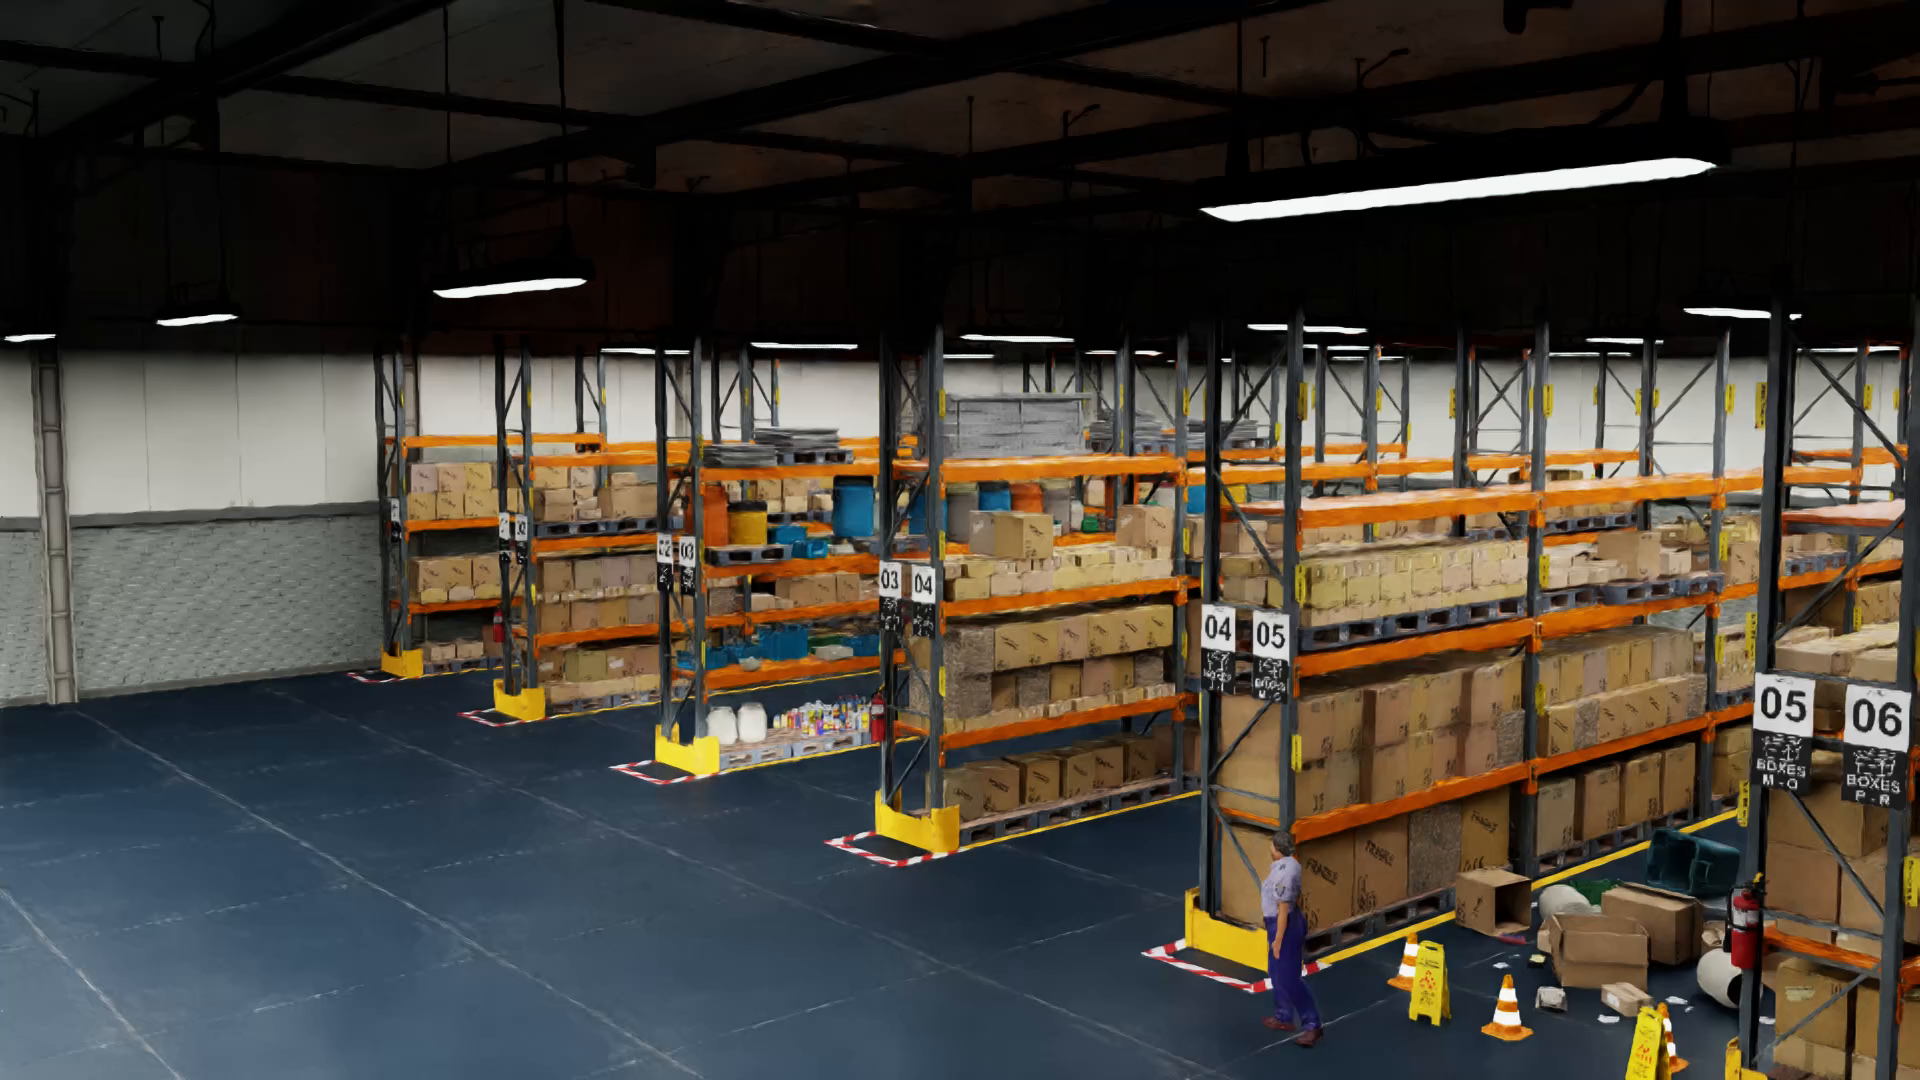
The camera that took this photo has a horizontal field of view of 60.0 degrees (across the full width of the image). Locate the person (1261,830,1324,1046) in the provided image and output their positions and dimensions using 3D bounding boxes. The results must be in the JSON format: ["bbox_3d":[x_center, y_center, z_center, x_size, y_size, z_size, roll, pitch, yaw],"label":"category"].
[{"bbox_3d":[2.664,3.151,13.298,0.538,1.639,0.597,2,6,21],"label":"person"}]

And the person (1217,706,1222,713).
[{"bbox_3d":[3.606,2.137,24.360,1.068,1.589,0.495,-4,7,-38],"label":"person"}]

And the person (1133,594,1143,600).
[{"bbox_3d":[3.236,1.400,31.928,0.552,1.741,0.677,-5,7,-42],"label":"person"}]
